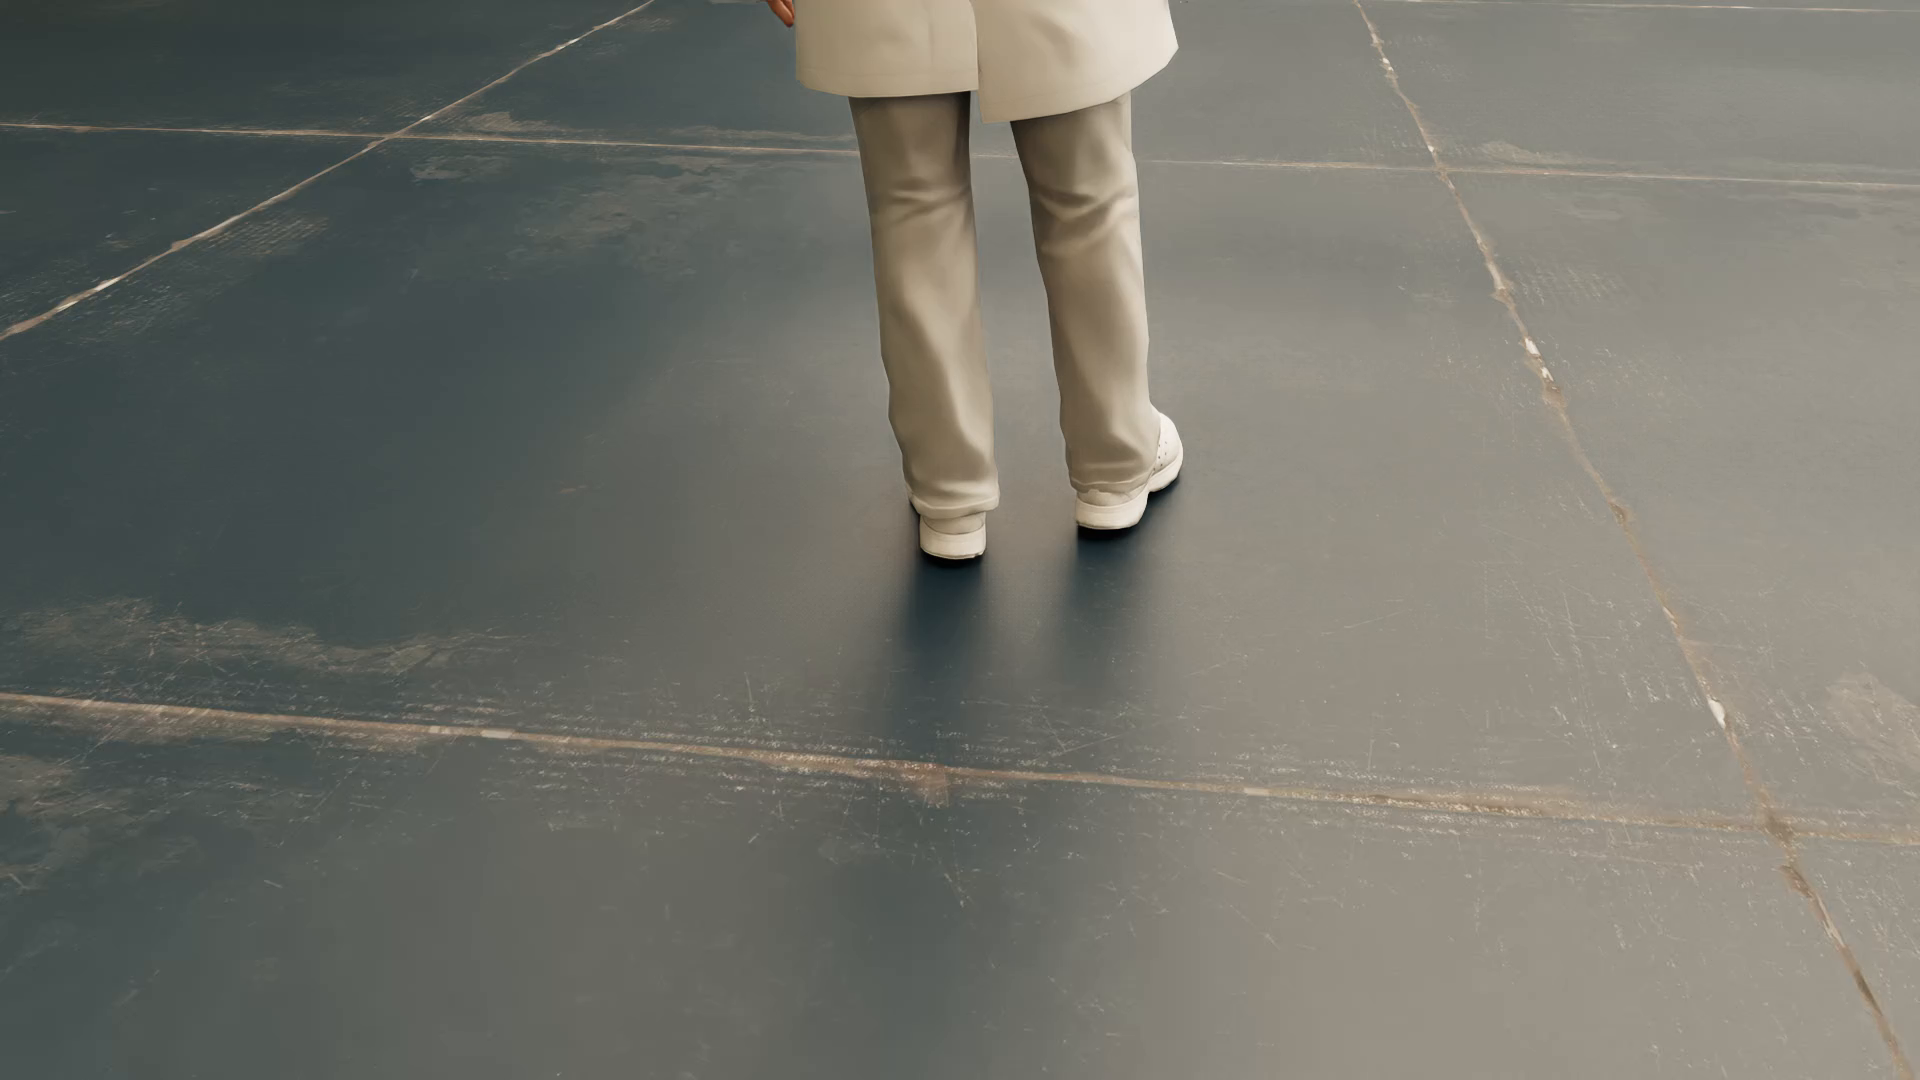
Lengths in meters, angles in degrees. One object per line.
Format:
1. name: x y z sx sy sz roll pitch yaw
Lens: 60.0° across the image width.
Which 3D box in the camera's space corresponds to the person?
1. person: 0.016 -0.843 2.181 0.698 1.778 0.578 3 27 7
